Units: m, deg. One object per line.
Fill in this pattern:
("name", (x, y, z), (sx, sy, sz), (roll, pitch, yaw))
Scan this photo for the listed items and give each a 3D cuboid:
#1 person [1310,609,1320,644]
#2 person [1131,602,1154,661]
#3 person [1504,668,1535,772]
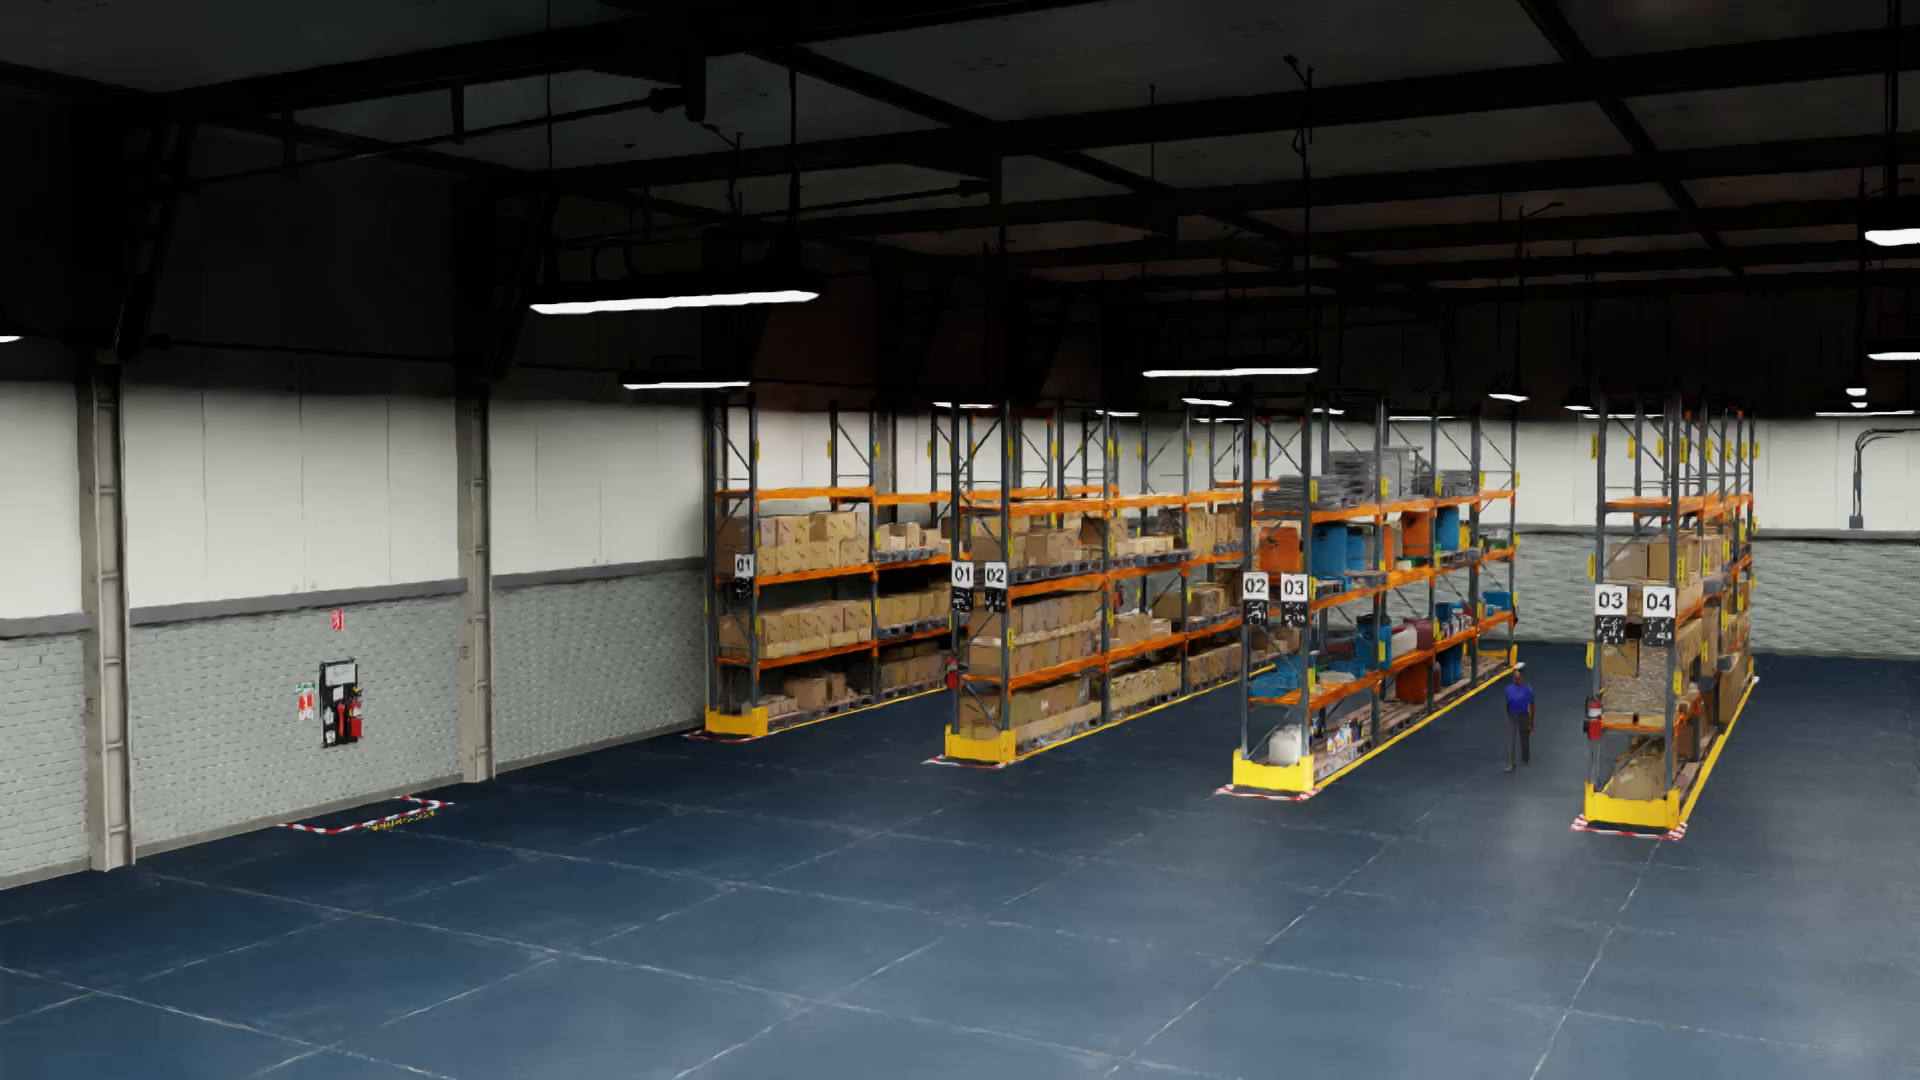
("person", (9.173, 1.864, 43.116), (0.530, 1.625, 0.935), (0, 3, 6))
("person", (4.095, 2.140, 37.039), (0.729, 1.733, 0.546), (2, 3, 27))
("person", (8.738, 2.794, 25.951), (0.461, 1.596, 0.999), (2, 3, 27))
